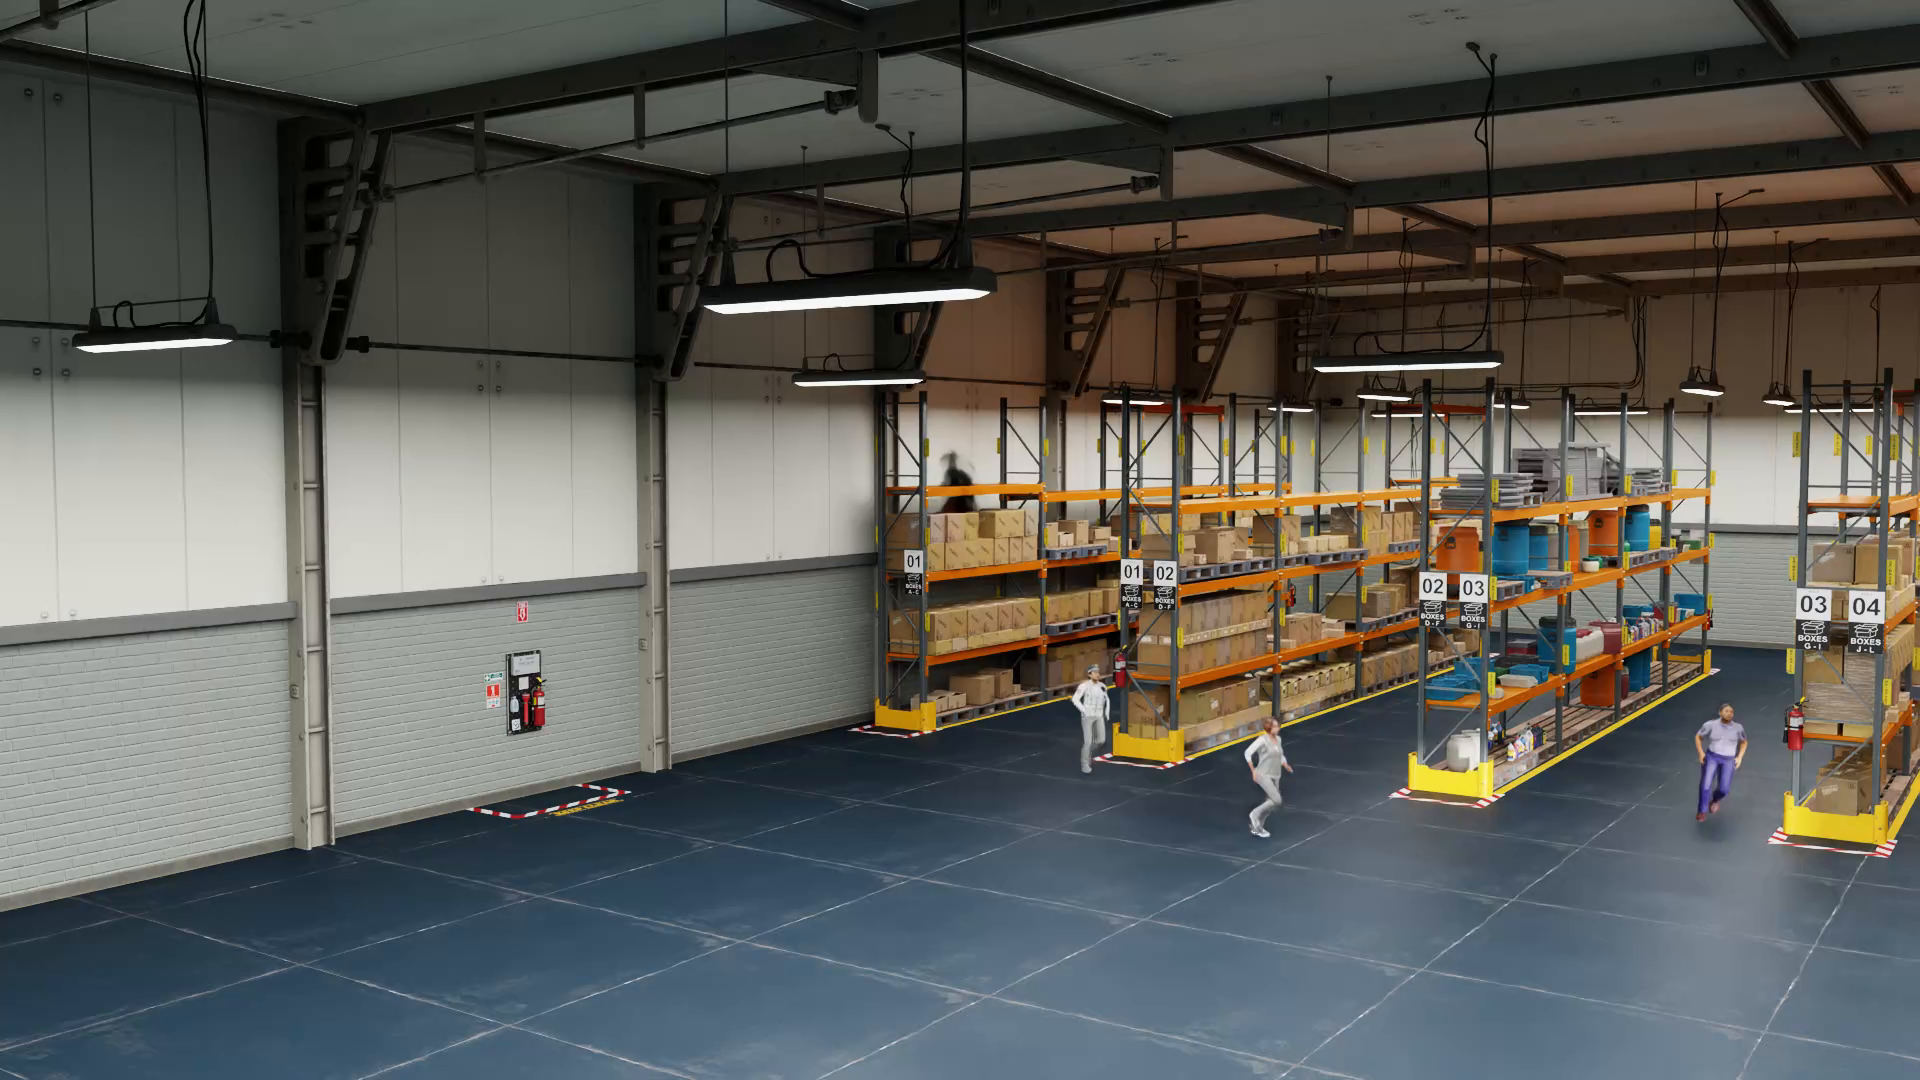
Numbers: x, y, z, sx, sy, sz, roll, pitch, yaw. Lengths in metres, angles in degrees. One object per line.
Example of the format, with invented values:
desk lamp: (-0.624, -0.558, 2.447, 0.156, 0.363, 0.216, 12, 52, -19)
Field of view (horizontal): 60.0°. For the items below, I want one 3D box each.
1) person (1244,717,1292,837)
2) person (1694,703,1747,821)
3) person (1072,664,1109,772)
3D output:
person: (3.961, 3.039, 21.244, 0.515, 1.554, 0.627, -3, 4, -39)
person: (10.204, 2.985, 22.305, 0.655, 1.596, 0.526, 1, 3, 22)
person: (2.071, 2.753, 25.756, 0.648, 1.672, 0.474, -1, 3, -17)
